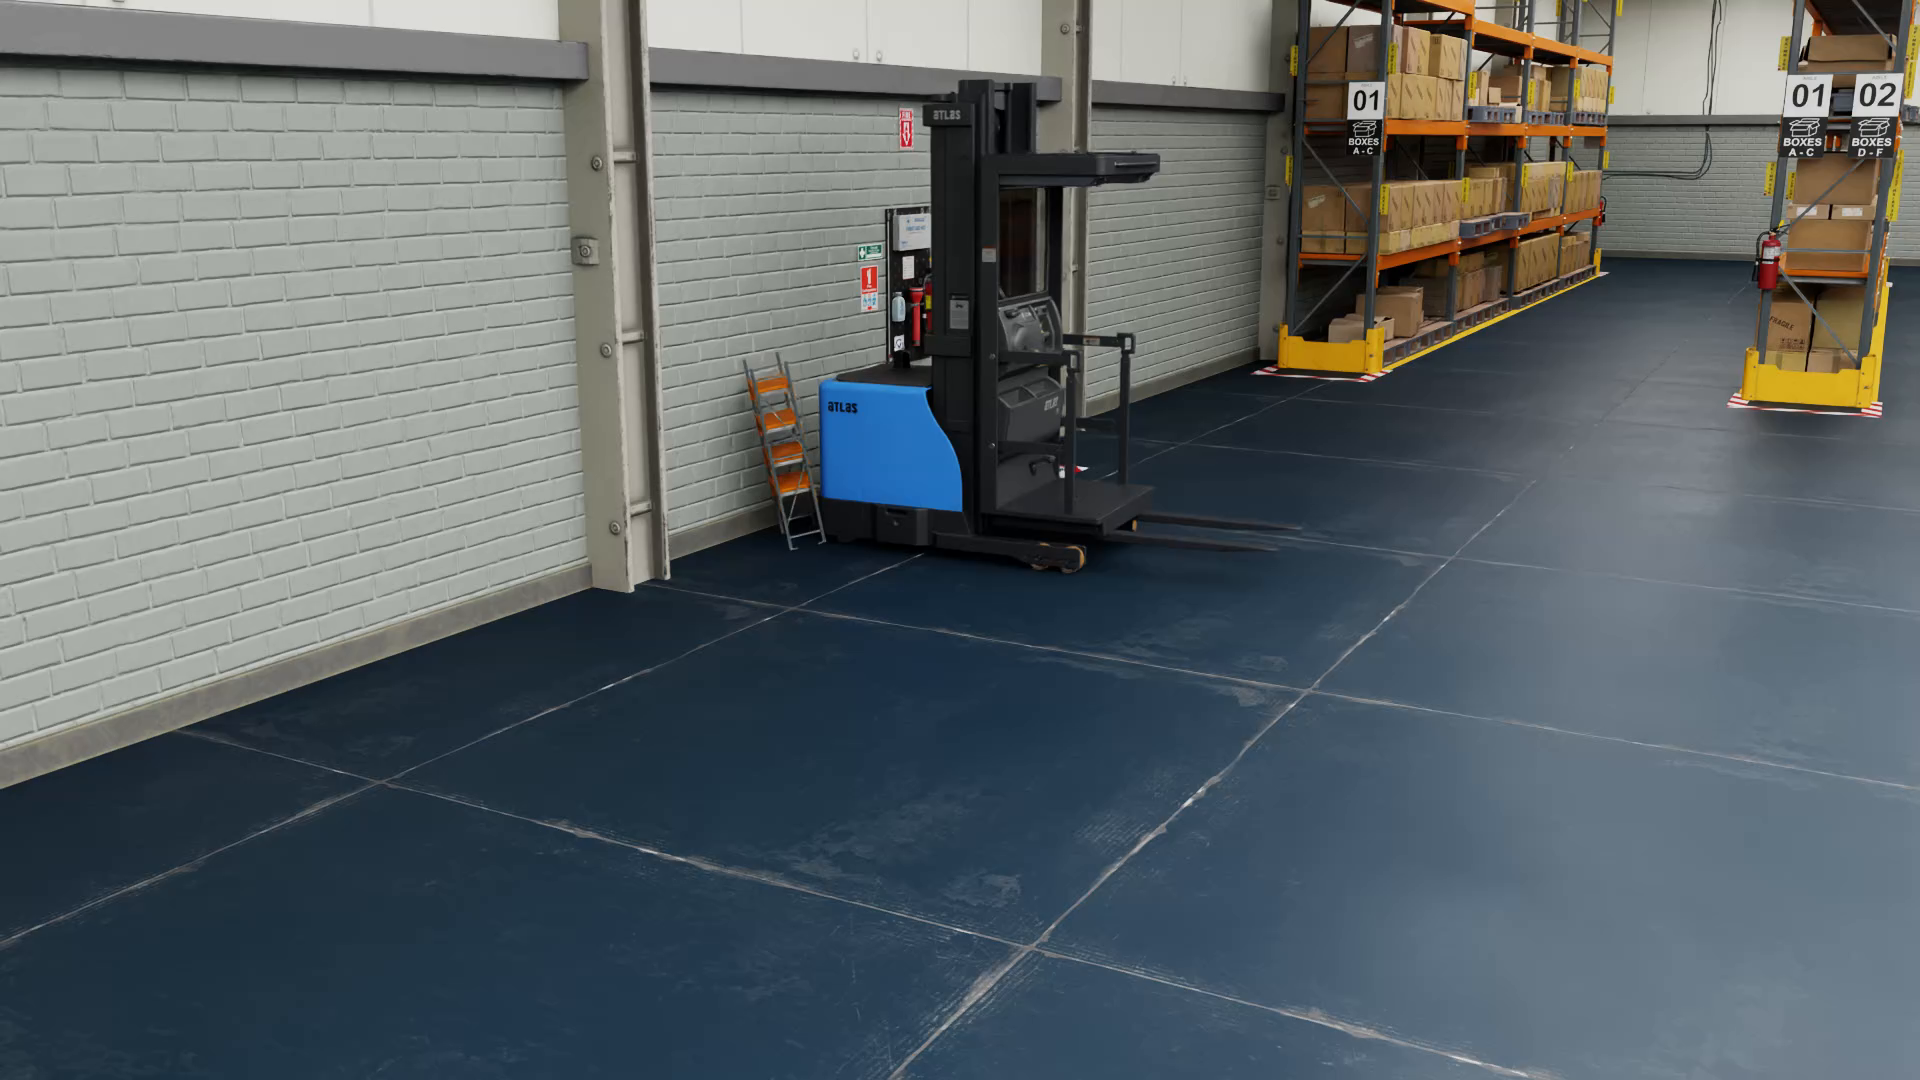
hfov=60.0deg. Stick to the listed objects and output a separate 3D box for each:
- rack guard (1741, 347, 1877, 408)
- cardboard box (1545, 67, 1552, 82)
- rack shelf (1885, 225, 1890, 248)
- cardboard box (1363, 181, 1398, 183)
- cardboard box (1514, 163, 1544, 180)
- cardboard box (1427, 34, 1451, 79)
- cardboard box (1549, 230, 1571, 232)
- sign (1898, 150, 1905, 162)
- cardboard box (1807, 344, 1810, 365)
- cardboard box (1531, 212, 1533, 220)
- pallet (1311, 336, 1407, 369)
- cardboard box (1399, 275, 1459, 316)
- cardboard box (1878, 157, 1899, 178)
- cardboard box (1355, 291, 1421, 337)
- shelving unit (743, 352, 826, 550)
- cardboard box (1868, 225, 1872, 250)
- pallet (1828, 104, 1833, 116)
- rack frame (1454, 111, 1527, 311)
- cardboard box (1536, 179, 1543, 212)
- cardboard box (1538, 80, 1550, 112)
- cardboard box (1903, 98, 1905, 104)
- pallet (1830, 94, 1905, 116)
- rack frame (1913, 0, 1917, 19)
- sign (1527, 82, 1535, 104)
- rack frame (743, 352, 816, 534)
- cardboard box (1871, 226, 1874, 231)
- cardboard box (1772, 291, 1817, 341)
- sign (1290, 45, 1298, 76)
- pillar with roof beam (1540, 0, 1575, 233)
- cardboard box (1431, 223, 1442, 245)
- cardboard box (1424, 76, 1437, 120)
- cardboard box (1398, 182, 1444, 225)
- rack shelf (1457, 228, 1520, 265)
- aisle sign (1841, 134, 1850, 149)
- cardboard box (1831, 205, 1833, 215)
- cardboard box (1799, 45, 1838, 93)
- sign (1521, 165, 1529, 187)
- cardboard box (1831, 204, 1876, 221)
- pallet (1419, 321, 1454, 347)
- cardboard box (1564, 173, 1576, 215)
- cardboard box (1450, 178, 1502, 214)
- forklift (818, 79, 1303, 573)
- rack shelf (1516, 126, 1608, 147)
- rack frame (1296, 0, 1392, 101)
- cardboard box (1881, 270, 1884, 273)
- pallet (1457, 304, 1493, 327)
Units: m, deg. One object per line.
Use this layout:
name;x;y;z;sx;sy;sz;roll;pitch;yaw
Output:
rack guard;8.565;-1.646;16.794;1.175;0.500;0.348;7;15;28
cardboard box;10.173;-8.061;29.280;0.500;0.500;0.500;7;15;28
rack shelf;13.411;-4.568;25.116;1.077;0.370;4.000;7;15;28
cardboard box;5.263;-4.268;21.016;0.500;0.500;0.500;8;16;30
cardboard box;9.048;-5.913;26.668;0.500;0.250;0.500;7;15;28
cardboard box;5.668;-5.894;20.293;0.500;0.500;0.500;7;15;26
cardboard box;11.608;-5.907;32.188;0.380;0.149;0.250;7;15;28
sign;16.788;-6.798;29.687;0.100;0.325;0.005;7;15;28
cardboard box;8.808;-1.981;17.821;0.500;0.250;0.500;7;15;28
cardboard box;9.065;-5.264;26.961;0.380;0.149;0.250;8;16;29
pallet;4.699;-2.249;19.913;1.003;0.211;1.213;7;15;28
cardboard box;6.513;-3.399;23.126;0.700;0.500;0.500;8;16;30
cardboard box;14.852;-5.927;26.873;0.500;0.500;0.500;8;16;29
cardboard box;5.326;-2.819;20.720;0.700;0.500;0.500;6;15;25
shelving unit;-1.146;-0.585;10.830;0.258;1.200;0.503;-14;16;-9
cardboard box;10.301;-3.644;19.533;0.700;0.500;0.500;7;15;27
pallet;10.925;-5.234;20.353;0.805;0.209;1.217;7;15;26
rack frame;8.106;-5.068;25.654;1.000;3.000;0.127;7;15;28
cardboard box;9.067;-5.549;26.762;0.500;0.500;0.500;7;15;28
cardboard box;9.306;-7.320;27.442;0.700;0.500;0.500;7;15;27
cardboard box;15.322;-7.232;27.484;0.500;0.250;0.500;7;15;28
pallet;10.121;-4.924;18.846;1.003;0.211;1.213;7;15;28
rack frame;14.378;-8.244;26.030;1.000;3.000;0.127;7;15;28
sign;8.580;-6.715;24.985;0.100;0.325;0.005;7;15;28
rack frame;-1.198;-0.640;11.062;0.240;1.200;0.015;-14;16;-9
cardboard box;12.251;-4.169;22.464;0.380;0.149;0.250;7;15;28
cardboard box;9.046;-2.449;18.161;0.500;0.500;0.500;7;15;28
sign;3.762;-5.382;18.669;0.100;0.325;0.005;7;15;28
pillar with roof beam;16.290;-9.790;32.440;9.100;9.000;0.400;7;15;28
cardboard box;5.731;-3.846;20.865;0.500;0.250;0.500;7;15;28
cardboard box;5.398;-5.309;19.998;0.500;0.500;0.500;8;16;31
cardboard box;5.725;-4.211;20.779;0.500;0.500;0.500;7;15;26
rack shelf;7.139;-4.308;24.037;1.077;0.370;4.000;7;15;28
aisle sign;16.087;-7.460;30.029;0.394;0.787;0.004;7;15;28
cardboard box;8.967;-3.488;17.503;0.380;0.149;0.250;8;16;29
cardboard box;9.604;-5.144;18.154;0.797;0.503;0.637;9;16;34
sign;8.585;-5.533;25.281;0.100;0.325;0.005;7;15;28
cardboard box;8.955;-3.286;16.666;0.380;0.149;0.250;7;15;28
pallet;5.878;-2.750;21.989;1.003;0.211;1.213;7;15;28
cardboard box;10.316;-6.144;29.477;0.980;0.700;0.700;8;16;29
cardboard box;7.641;-5.115;24.698;0.700;0.500;0.500;6;15;23
forklift;0.631;-1.364;10.437;3.031;2.935;1.130;6;15;24
rack shelf;11.006;-7.407;30.493;1.077;0.370;4.000;7;15;28
rack frame;4.238;-6.343;18.143;1.000;3.000;0.127;7;15;28
cardboard box;13.162;-3.675;24.272;0.500;0.500;0.500;7;15;26
pallet;7.136;-3.303;24.283;1.003;0.211;1.213;7;15;28
